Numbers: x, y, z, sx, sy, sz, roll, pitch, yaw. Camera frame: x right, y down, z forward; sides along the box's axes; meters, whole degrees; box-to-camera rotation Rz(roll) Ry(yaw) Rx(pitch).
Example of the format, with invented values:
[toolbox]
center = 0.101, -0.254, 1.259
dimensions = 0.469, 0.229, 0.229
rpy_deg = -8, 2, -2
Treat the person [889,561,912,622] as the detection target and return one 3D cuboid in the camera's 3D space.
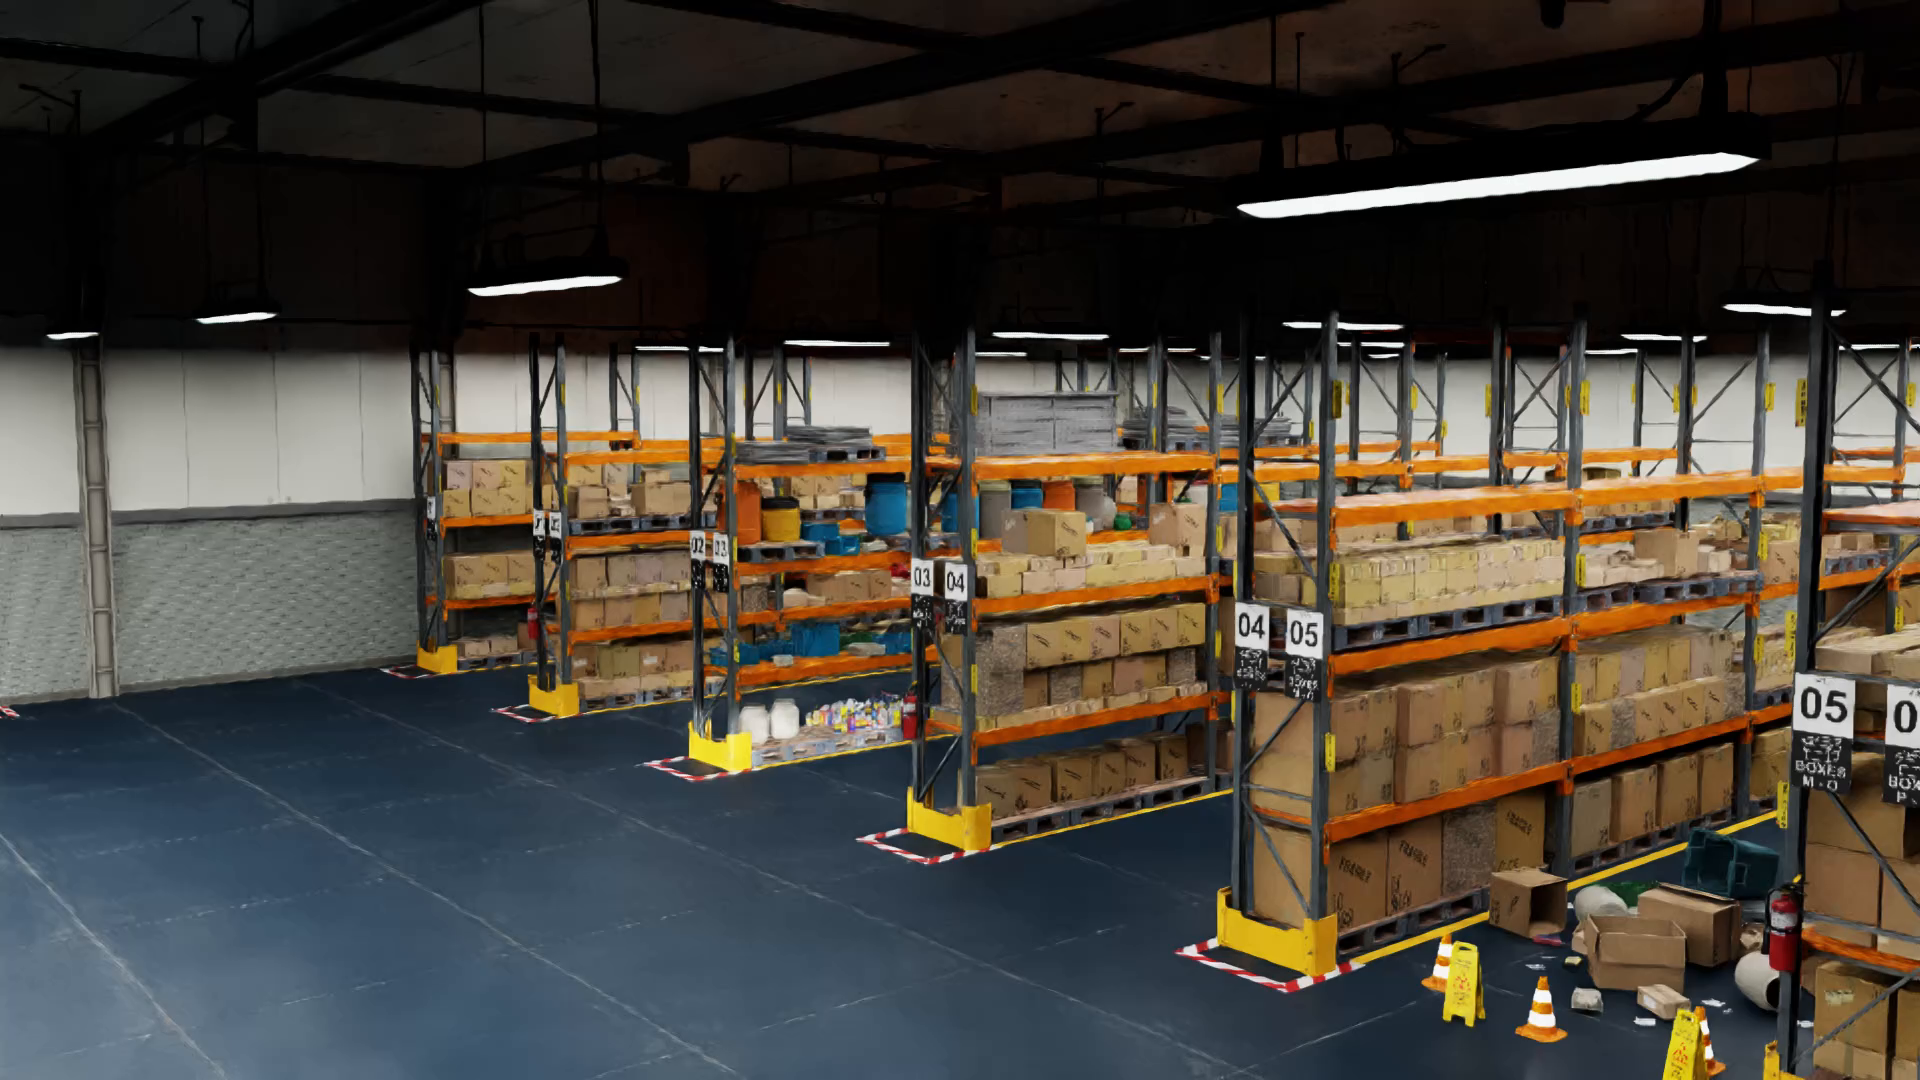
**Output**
[person]
center = -1.319, 1.117, 35.152
dimensions = 1.116, 1.546, 0.543
rpy_deg = -5, 7, -42
